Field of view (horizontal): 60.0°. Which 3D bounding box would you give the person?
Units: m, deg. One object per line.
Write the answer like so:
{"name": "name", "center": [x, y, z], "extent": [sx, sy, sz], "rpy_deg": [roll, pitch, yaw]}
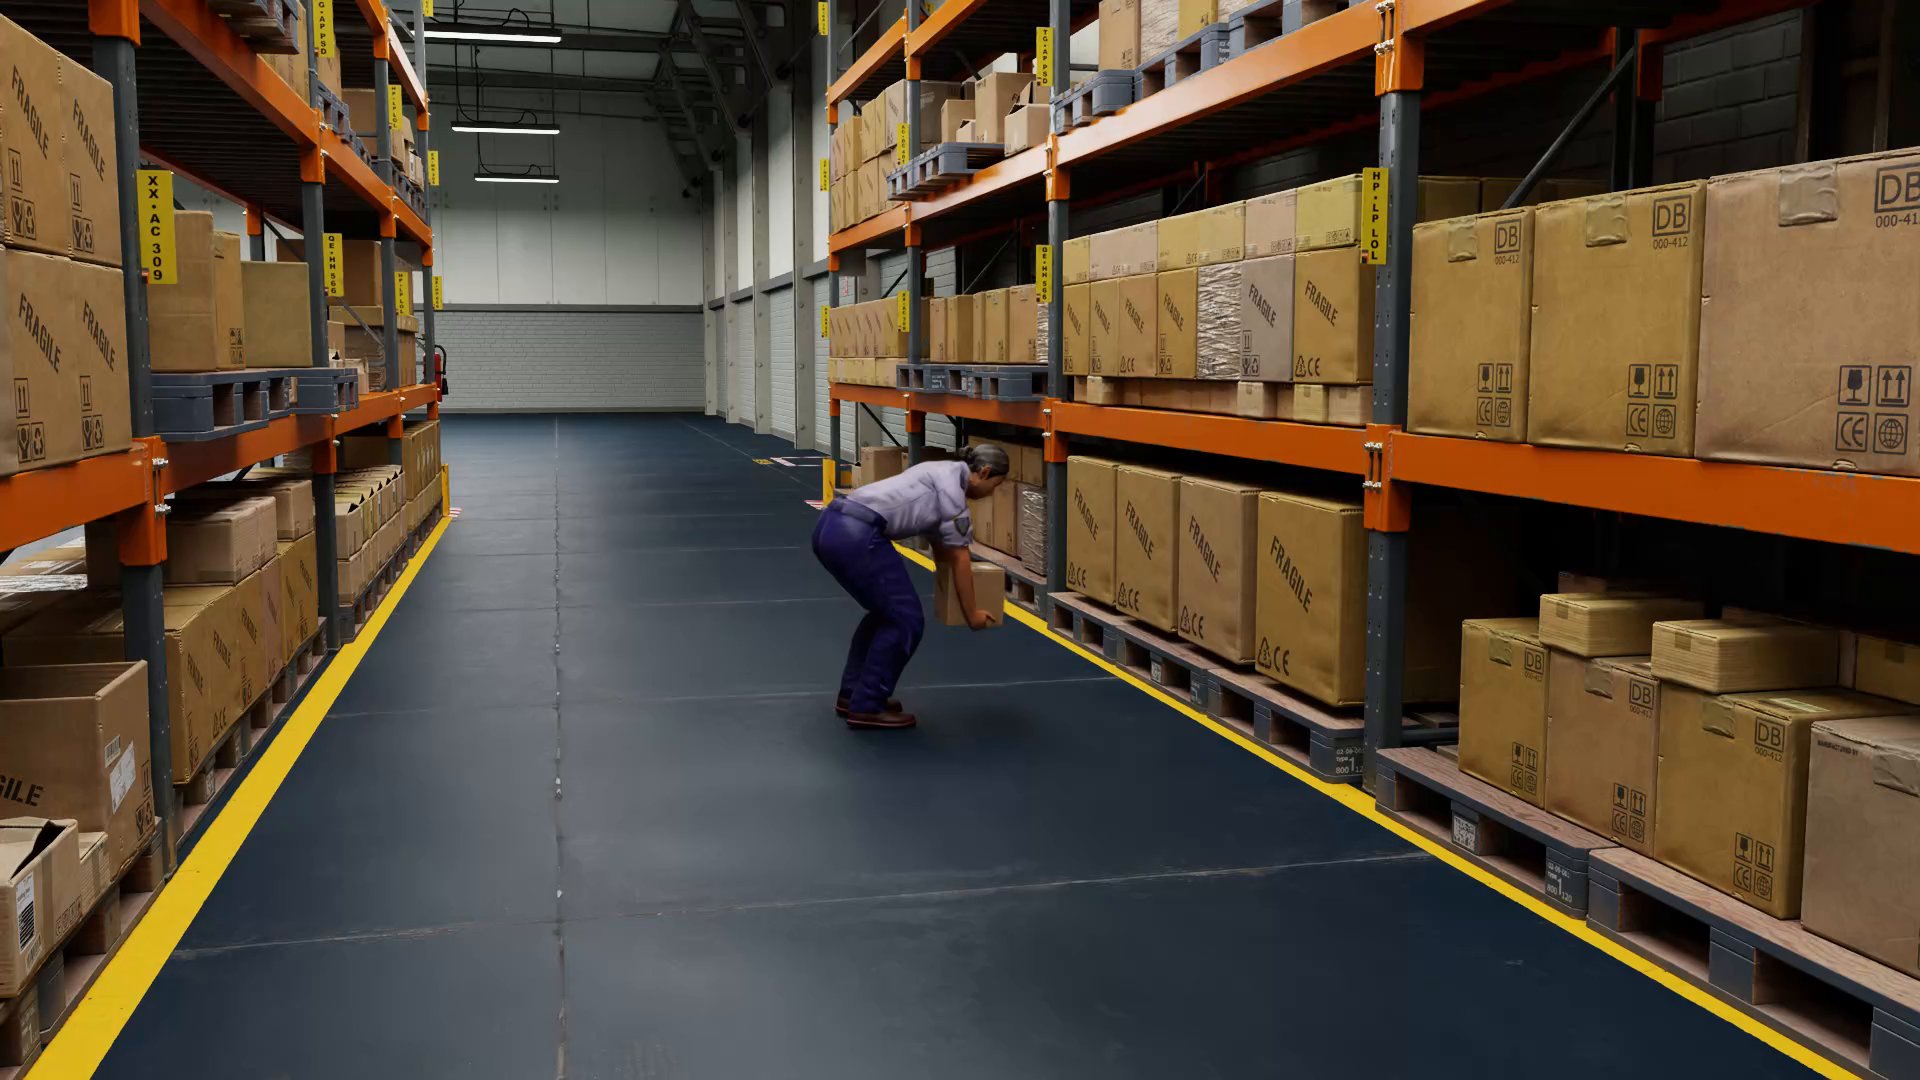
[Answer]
{"name": "person", "center": [-0.201, 0.185, 7.181], "extent": [0.862, 1.193, 0.485], "rpy_deg": [-2, 6, -16]}
